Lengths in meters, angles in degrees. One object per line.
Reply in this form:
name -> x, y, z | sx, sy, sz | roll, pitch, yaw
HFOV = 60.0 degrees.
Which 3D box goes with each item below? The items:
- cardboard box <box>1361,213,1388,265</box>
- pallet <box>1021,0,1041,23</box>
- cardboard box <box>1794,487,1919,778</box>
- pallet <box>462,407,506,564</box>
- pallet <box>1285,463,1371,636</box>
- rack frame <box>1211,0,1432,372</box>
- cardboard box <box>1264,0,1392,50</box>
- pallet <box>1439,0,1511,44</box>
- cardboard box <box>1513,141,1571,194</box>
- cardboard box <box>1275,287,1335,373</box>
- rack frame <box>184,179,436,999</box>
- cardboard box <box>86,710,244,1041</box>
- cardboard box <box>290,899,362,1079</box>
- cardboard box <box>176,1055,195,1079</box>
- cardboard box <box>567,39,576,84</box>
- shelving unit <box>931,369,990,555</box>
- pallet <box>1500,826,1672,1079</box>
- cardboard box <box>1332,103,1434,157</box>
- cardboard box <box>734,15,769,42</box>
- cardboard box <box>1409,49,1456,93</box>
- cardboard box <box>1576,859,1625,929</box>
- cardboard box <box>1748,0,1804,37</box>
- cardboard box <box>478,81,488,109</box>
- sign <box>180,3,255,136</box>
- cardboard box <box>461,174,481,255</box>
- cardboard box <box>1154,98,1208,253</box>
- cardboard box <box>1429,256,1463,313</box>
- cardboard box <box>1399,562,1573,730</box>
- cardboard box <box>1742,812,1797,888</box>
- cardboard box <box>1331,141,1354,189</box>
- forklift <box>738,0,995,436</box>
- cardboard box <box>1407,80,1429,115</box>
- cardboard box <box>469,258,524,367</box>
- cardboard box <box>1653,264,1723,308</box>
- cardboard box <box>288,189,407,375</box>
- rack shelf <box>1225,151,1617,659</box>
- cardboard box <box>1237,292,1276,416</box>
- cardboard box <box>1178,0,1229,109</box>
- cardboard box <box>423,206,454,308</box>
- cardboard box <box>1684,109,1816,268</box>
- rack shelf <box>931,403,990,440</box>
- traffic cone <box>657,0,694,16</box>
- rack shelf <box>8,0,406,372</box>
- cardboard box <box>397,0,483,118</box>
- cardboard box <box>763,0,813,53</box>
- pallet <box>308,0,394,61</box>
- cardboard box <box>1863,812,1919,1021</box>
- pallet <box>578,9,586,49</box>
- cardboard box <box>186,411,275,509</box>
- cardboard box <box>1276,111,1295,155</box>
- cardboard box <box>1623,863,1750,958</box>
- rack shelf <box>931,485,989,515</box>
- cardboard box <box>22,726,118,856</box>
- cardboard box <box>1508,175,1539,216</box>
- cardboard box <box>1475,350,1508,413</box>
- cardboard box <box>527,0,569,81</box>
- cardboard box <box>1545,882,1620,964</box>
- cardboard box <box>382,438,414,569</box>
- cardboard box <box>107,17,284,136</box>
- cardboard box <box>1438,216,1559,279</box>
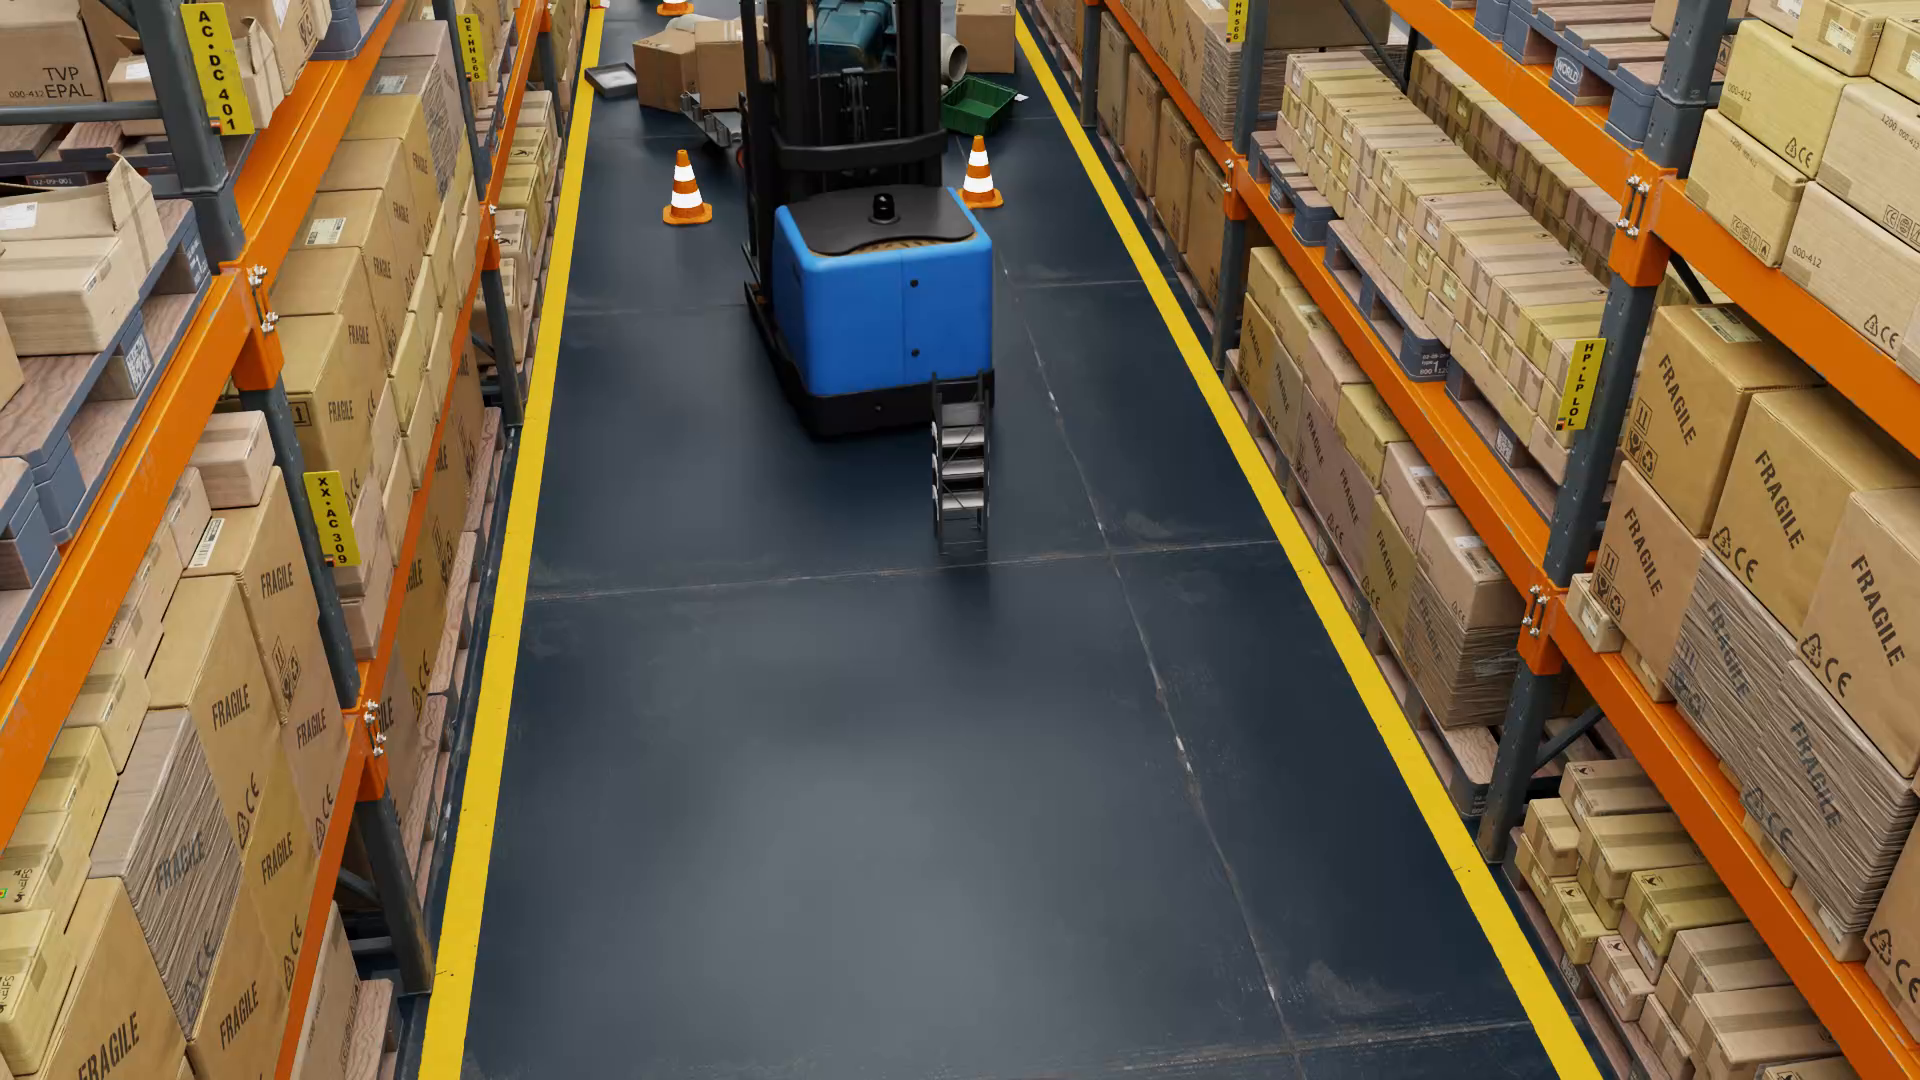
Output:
cardboard box -> 2.021, -1.354, 7.423 | 0.380, 0.149, 0.250 | -4, 34, -6
pallet -> 1.090, -5.160, 15.635 | 1.003, 0.211, 1.213 | -4, 35, -6
cardboard box -> 2.460, 0.208, 4.040 | 0.500, 0.500, 0.500 | -4, 34, -6
pallet -> -2.879, -0.259, 8.443 | 1.003, 0.211, 1.213 | -4, 35, -6
pallet -> 2.245, -0.021, 8.093 | 1.003, 0.211, 1.213 | -4, 35, -6
rack frame -> 1.981, -2.289, 8.945 | 1.000, 3.000, 0.127 | -4, 35, -6
cardboard box -> 1.930, -2.994, 9.004 | 0.700, 0.500, 0.500 | -5, 35, -7
pallet -> 2.399, -2.149, 6.244 | 1.213, 0.211, 1.003 | -4, 35, -6
cardboard box -> 2.673, -1.644, 7.320 | 0.380, 0.149, 0.250 | -3, 34, -4
cardboard box -> 1.902, -1.053, 8.312 | 0.500, 0.250, 0.500 | -5, 35, -7
rack frame -> -2.373, 0.375, 5.036 | 1.000, 3.000, 0.127 | -4, 35, -6
cardboard box -> -1.898, 0.730, 3.539 | 0.500, 0.500, 0.500 | -4, 34, -6
cardboard box -> -2.395, 1.619, 5.114 | 0.875, 0.438, 0.875 | -5, 35, -7
cardboard box -> -1.845, 1.432, 3.396 | 0.500, 0.500, 0.500 | -3, 34, -5
cardboard box -> -3.343, -3.773, 13.192 | 0.500, 0.250, 0.500 | -3, 34, -4
shelving unit -> 0.001, -0.367, 7.990 | 0.258, 0.900, 0.210 | -4, 35, -6
pallet -> 2.644, 1.468, 5.908 | 1.003, 0.211, 1.213 | -4, 35, -6
cardboard box -> 1.953, -1.897, 7.692 | 0.380, 0.149, 0.250 | -6, 35, -8
cardboard box -> -1.809, -4.565, 14.817 | 0.380, 0.149, 0.250 | 13, 36, 18
cardboard box -> 2.501, -2.365, 8.379 | 0.380, 0.149, 0.250 | -6, 35, -8
cardboard box -> 2.373, 1.186, 5.740 | 0.380, 0.149, 0.250 | -4, 34, -6
cardboard box -> 2.318, -1.425, 4.348 | 0.380, 0.149, 0.250 | -5, 35, -7
cardboard box -> -2.766, -2.439, 9.015 | 0.380, 0.149, 0.250 | -7, 35, -9
sign -> -1.823, -1.154, 4.087 | 0.100, 0.325, 0.005 | -4, 35, -6
cardboard box -> -2.585, -1.533, 7.969 | 0.500, 0.250, 0.500 | -6, 35, -8
cardboard box -> 1.867, -2.367, 10.684 | 1.050, 0.750, 0.750 | -4, 34, -6
cardboard box -> 2.128, -1.039, 6.697 | 0.380, 0.149, 0.250 | -6, 35, -9
cardboard box -> 2.170, 0.409, 6.833 | 0.500, 0.500, 0.500 | -5, 35, -7
cardboard box -> 2.429, 0.811, 4.619 | 0.380, 0.149, 0.250 | -4, 34, -5
cardboard box -> 1.959, -1.756, 7.749 | 0.380, 0.149, 0.250 | -4, 35, -6
forklift -> -0.710, -2.599, 9.461 | 1.130, 2.935, 3.031 | -9, 35, -13
cardboard box -> 2.498, -2.240, 8.459 | 0.380, 0.149, 0.250 | -4, 34, -5
cardboard box -> -2.977, -1.261, 9.397 | 0.950, 0.372, 0.625 | -7, 35, -10
cardboard box -> 2.846, -0.925, 6.266 | 0.380, 0.149, 0.250 | -4, 34, -6
cardboard box -> -2.308, -0.909, 5.943 | 0.500, 0.500, 0.500 | -5, 35, -8
rack shelf -> 2.250, -0.875, 7.509 | 1.077, 0.370, 4.000 | -4, 35, -6
cardboard box -> 1.823, -1.015, 8.923 | 0.500, 0.500, 0.500 | -6, 35, -8
cardboard box -> 1.588, -2.839, 9.664 | 0.500, 0.500, 0.500 | -4, 35, -6
cardboard box -> -2.432, -1.181, 7.008 | 0.500, 0.250, 0.500 | -5, 35, -8
cardboard box -> 2.319, -0.956, 4.458 | 0.500, 0.250, 0.500 | -3, 34, -4
rack shelf -> 0.001, -0.563, 7.857 | 0.258, 0.077, 0.200 | -4, 35, -6
traffic cone -> -2.651, -5.131, 15.368 | 0.336, 0.463, 0.334 | -4, 35, -6
rack shelf -> -2.642, -1.683, 6.032 | 1.077, 0.370, 4.000 | -4, 35, -6
cardboard box -> -2.742, -2.464, 8.476 | 0.500, 0.500, 0.500 | -5, 35, -8
cardboard box -> -1.242, -4.501, 14.409 | 0.637, 0.503, 0.797 | 27, 43, 34
pallet -> -2.618, -2.040, 6.083 | 1.003, 0.211, 1.213 | -3, 34, -4
cardboard box -> 2.543, 0.931, 3.867 | 0.500, 0.500, 0.500 | -3, 34, -4
pallet -> -3.902, -4.671, 14.916 | 1.003, 0.211, 1.213 | -4, 35, -6
cardboard box -> -2.016, -0.200, 4.327 | 0.380, 0.149, 0.250 | -5, 35, -7
cardboard box -> 1.841, -2.093, 8.508 | 0.380, 0.149, 0.250 | -5, 35, -7
cardboard box -> 2.421, 1.206, 5.447 | 0.380, 0.149, 0.250 | -5, 35, -7
rack shelf -> 0.001, -0.191, 8.110 | 0.258, 0.077, 0.200 | -4, 35, -6
cardboard box -> -1.907, 0.518, 3.273 | 0.380, 0.149, 0.250 | -5, 35, -7
cardboard box -> 2.674, -1.520, 7.403 | 0.380, 0.149, 0.250 | -4, 34, -5
cardboard box -> 2.202, -0.617, 6.342 | 0.380, 0.149, 0.250 | -4, 35, -7
cardboard box -> -3.260, -3.786, 12.545 | 0.500, 0.500, 0.500 | -3, 34, -4
cardboard box -> 2.285, 1.324, 5.802 | 0.380, 0.149, 0.250 | -3, 34, -5
cardboard box -> -2.241, -0.117, 5.892 | 0.500, 0.250, 0.500 | -5, 35, -8
cardboard box -> -2.093, -1.288, 4.560 | 0.396, 0.266, 0.258 | -5, 35, -7
cardboard box -> 2.136, -1.159, 6.609 | 0.380, 0.149, 0.250 | -5, 35, -8
